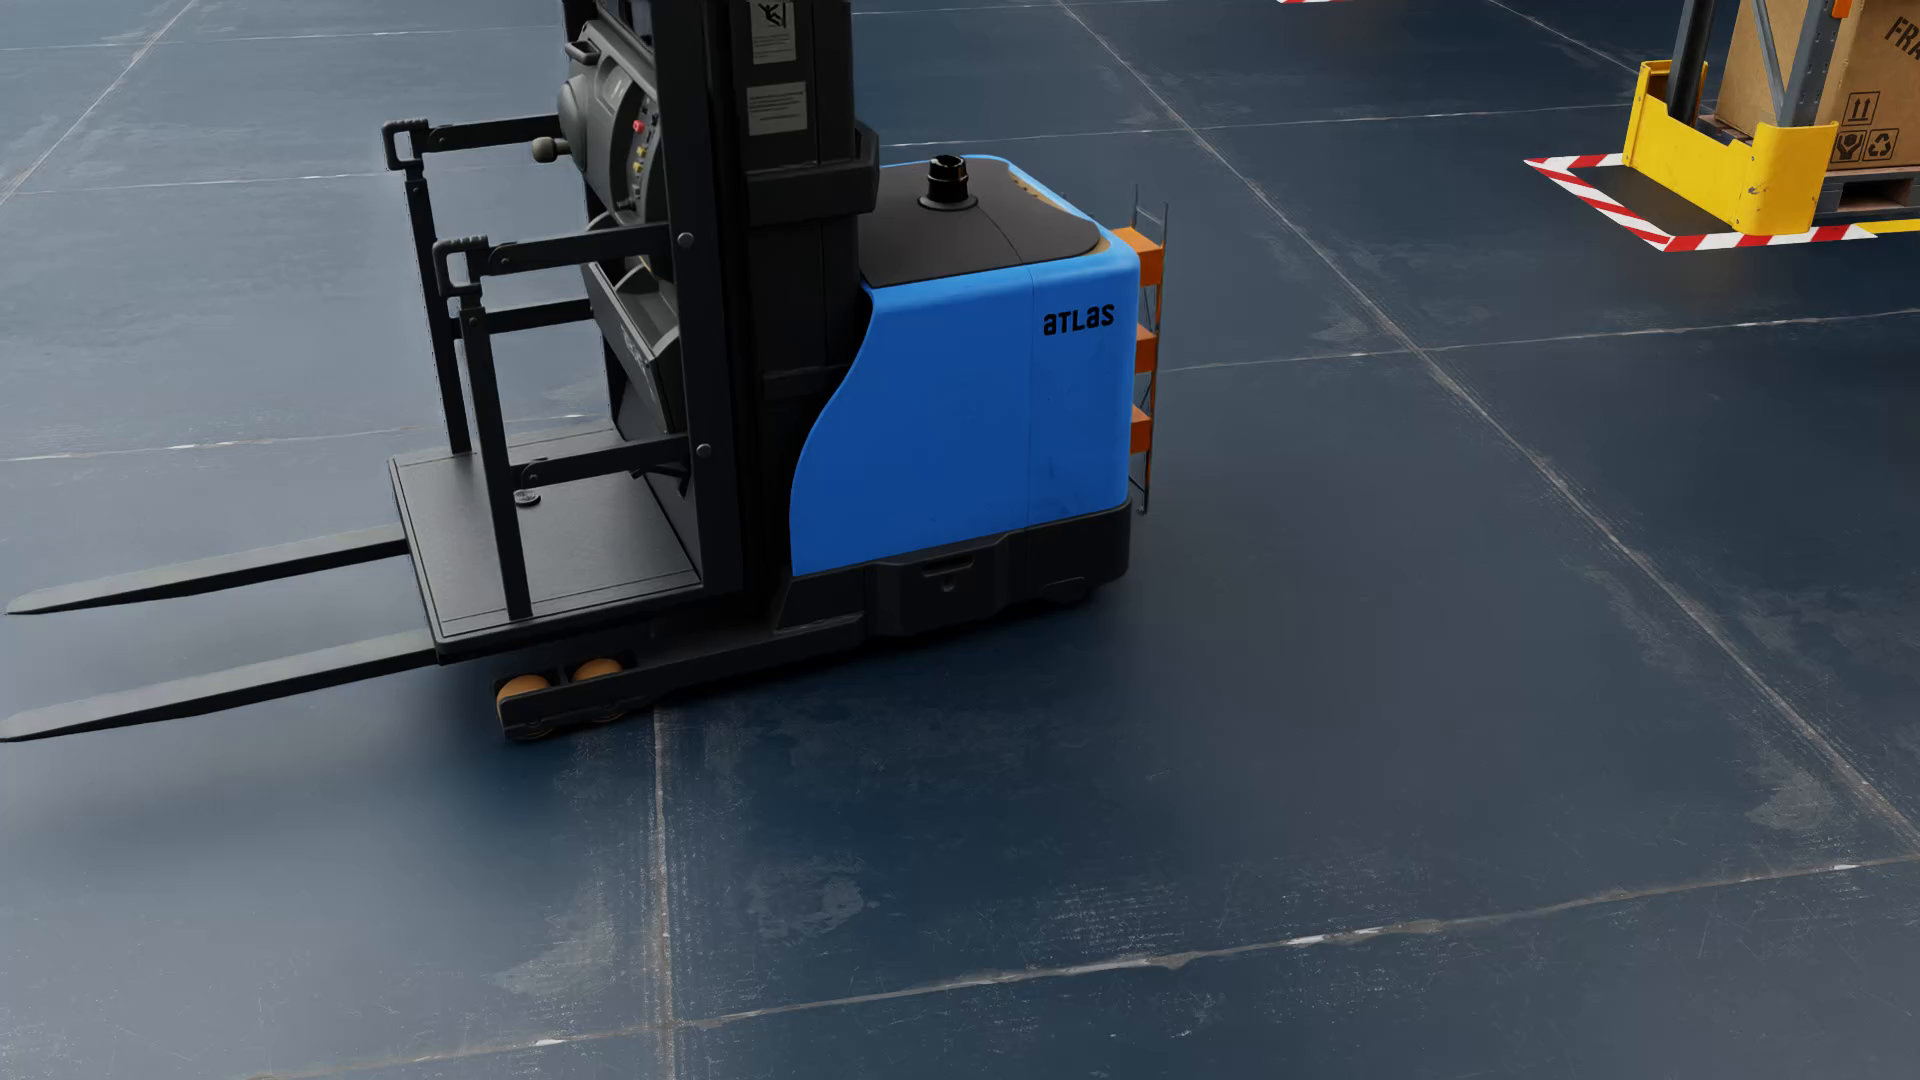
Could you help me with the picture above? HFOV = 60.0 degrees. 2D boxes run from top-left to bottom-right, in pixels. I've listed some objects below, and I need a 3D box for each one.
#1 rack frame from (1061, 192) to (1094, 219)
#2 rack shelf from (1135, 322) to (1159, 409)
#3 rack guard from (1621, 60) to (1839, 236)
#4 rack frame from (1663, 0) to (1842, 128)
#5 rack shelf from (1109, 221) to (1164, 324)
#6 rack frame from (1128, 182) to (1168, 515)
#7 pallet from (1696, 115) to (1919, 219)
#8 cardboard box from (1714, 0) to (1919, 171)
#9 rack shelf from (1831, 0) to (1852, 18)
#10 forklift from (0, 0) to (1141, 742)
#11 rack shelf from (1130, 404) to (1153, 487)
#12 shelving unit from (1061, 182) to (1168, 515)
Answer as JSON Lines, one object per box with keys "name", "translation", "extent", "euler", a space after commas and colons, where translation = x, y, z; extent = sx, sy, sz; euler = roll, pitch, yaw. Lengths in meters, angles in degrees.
{"name": "rack frame", "translation": [0.342, -0.532, 5.118], "extent": [0.008, 1.050, 0.200], "euler": [-12, 33, -20]}
{"name": "rack shelf", "translation": [0.454, -0.547, 5.165], "extent": [0.240, 0.259, 0.215], "euler": [-12, 33, -20]}
{"name": "rack guard", "translation": [3.668, -1.907, 8.001], "extent": [0.348, 0.500, 1.175], "euler": [-5, 31, -9]}
{"name": "rack frame", "translation": [3.691, -2.987, 7.371], "extent": [0.127, 3.000, 1.000], "euler": [-5, 31, -9]}
{"name": "rack shelf", "translation": [0.454, -0.791, 5.021], "extent": [0.240, 0.259, 0.215], "euler": [-12, 33, -20]}
{"name": "rack frame", "translation": [0.567, -0.580, 5.200], "extent": [0.008, 1.050, 0.200], "euler": [-12, 33, -20]}
{"name": "pallet", "translation": [4.464, -1.897, 8.268], "extent": [1.213, 0.211, 1.003], "euler": [-5, 31, -9]}
{"name": "cardboard box", "translation": [4.346, -2.347, 7.964], "extent": [0.875, 0.875, 0.875], "euler": [-5, 31, -9]}
{"name": "rack shelf", "translation": [5.659, -2.860, 7.864], "extent": [4.000, 0.370, 1.077], "euler": [-5, 31, -9]}
{"name": "forklift", "translation": [-1.063, -1.044, 4.135], "extent": [3.031, 2.935, 1.130], "euler": [-12, 33, -20]}
{"name": "rack shelf", "translation": [0.454, -0.307, 5.305], "extent": [0.240, 0.259, 0.215], "euler": [-12, 33, -20]}
{"name": "shelving unit", "translation": [0.454, -0.556, 5.159], "extent": [0.252, 1.050, 0.215], "euler": [-12, 33, -20]}
